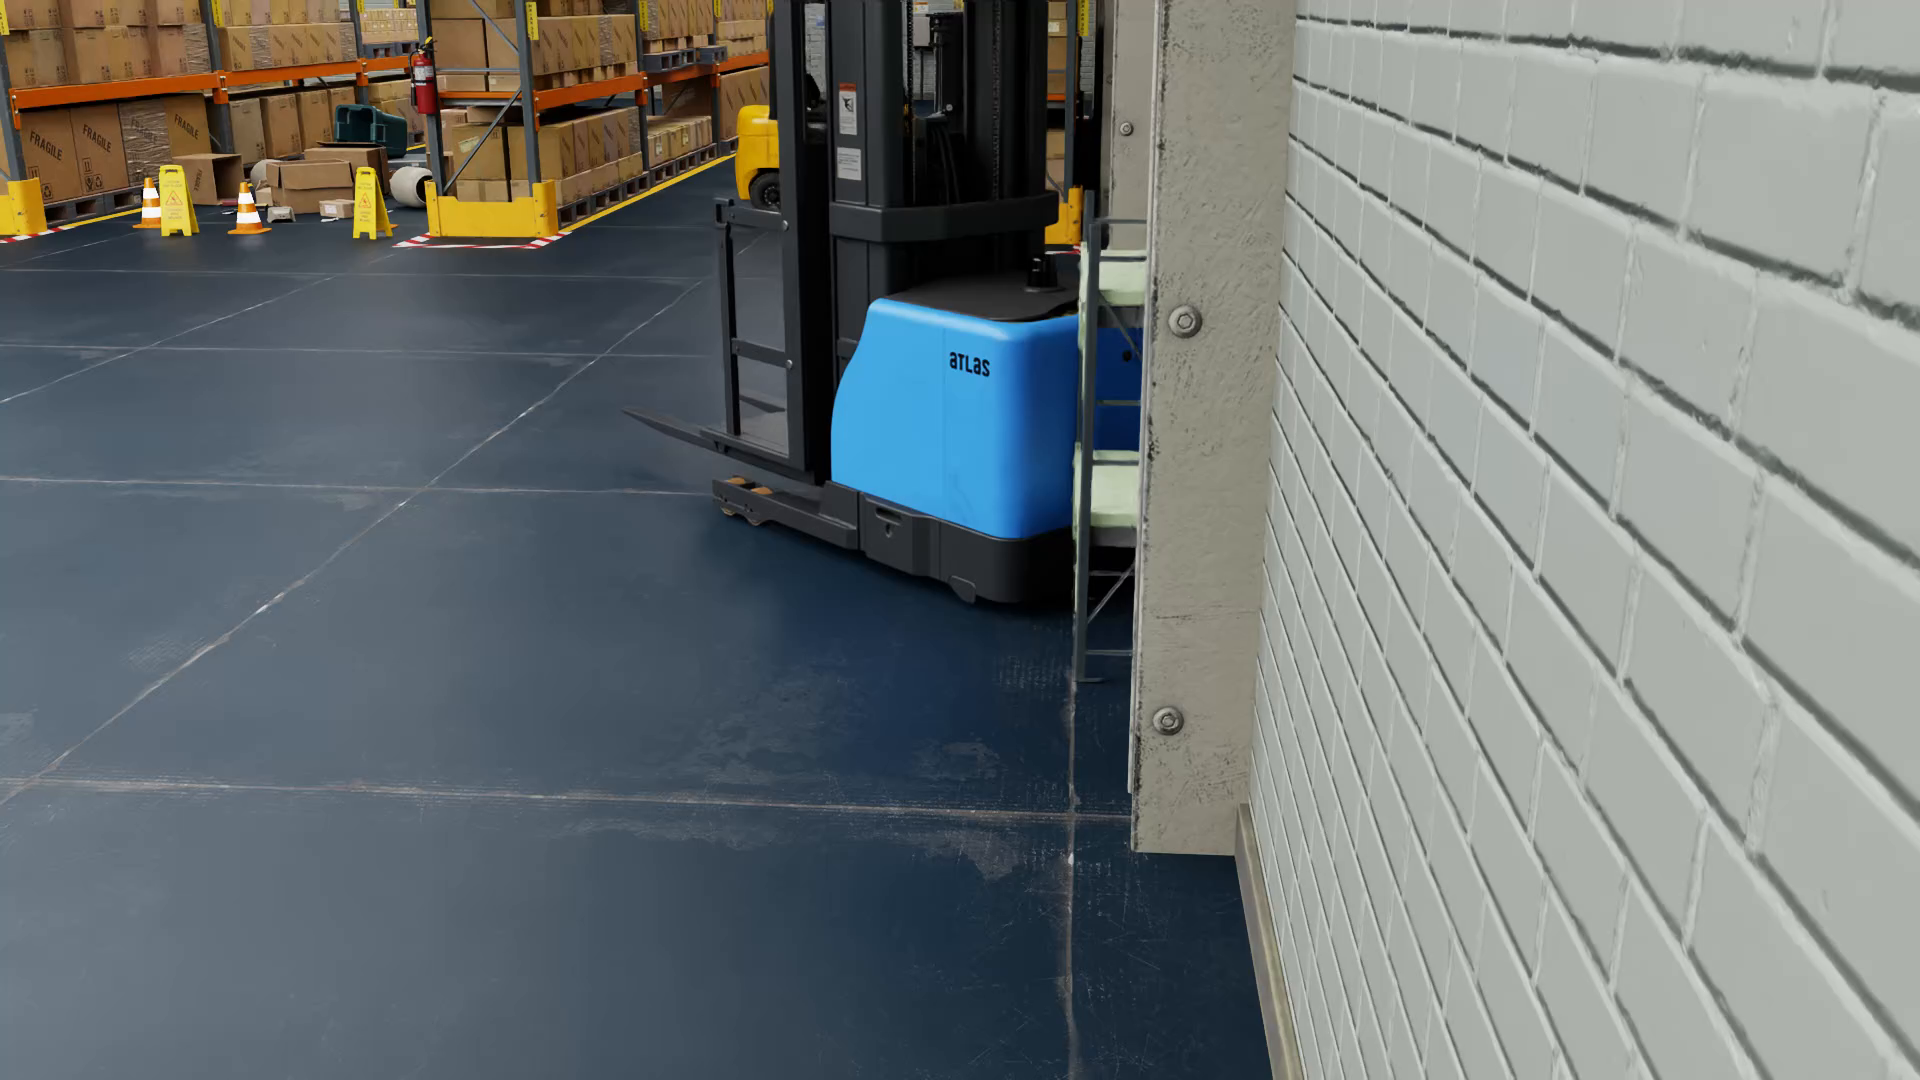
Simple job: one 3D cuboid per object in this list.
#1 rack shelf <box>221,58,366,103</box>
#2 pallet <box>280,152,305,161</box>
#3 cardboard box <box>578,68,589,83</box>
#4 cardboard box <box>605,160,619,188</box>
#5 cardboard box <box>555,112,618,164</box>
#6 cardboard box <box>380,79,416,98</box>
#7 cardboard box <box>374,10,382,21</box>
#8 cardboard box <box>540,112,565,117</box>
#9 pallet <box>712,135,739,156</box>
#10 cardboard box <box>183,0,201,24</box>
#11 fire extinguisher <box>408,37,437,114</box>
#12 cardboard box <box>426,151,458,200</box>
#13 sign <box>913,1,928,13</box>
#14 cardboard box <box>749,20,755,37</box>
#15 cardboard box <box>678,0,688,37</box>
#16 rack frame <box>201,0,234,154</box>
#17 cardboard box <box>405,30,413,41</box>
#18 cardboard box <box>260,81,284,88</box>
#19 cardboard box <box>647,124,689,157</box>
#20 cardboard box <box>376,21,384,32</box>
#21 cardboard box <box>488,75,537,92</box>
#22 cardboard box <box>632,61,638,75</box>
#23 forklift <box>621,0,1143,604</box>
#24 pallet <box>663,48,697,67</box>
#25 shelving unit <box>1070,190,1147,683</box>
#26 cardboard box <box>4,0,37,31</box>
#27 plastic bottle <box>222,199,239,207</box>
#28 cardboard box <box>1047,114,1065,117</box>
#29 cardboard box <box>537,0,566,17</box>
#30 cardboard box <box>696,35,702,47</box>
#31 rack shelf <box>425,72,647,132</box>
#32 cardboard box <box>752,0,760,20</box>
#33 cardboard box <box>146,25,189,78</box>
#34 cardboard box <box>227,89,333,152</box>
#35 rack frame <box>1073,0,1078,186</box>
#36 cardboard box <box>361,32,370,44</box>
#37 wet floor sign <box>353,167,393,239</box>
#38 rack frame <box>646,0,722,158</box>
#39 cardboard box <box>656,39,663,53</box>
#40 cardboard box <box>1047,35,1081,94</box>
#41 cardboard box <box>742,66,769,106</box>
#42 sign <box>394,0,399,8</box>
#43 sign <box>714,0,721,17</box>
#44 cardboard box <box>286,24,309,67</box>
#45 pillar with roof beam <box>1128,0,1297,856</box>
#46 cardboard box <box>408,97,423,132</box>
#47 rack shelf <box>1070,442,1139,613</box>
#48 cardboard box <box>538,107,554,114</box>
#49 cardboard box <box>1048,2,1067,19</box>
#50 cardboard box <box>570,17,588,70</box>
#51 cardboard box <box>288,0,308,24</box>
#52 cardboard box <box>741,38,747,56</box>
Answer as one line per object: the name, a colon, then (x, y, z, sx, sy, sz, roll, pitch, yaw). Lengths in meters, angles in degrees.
rack shelf: (-8.932, -5.899, 21.265, 1.077, 0.370, 4.000, 1, 18, 4)
pallet: (-9.010, -4.916, 21.588, 1.003, 0.211, 1.213, 1, 18, 4)
cardboard box: (-4.026, -4.763, 17.045, 0.380, 0.149, 0.250, 1, 18, 2)
cardboard box: (-3.974, -3.921, 17.813, 0.500, 0.250, 0.500, 2, 18, 5)
cardboard box: (-3.976, -4.284, 17.717, 0.500, 0.500, 0.500, 2, 18, 7)
cardboard box: (-8.413, -6.750, 24.842, 0.500, 0.250, 0.500, 1, 18, 4)
cardboard box: (-8.524, -7.524, 23.842, 0.380, 0.149, 0.250, 1, 18, 4)
cardboard box: (-4.508, -4.285, 17.722, 0.500, 0.500, 0.500, 2, 18, 7)
pallet: (-3.712, -5.701, 23.984, 1.003, 0.211, 1.213, 1, 18, 4)
cardboard box: (-9.136, -6.091, 18.718, 0.875, 0.550, 0.550, 1, 18, 4)
fire extinguisher: (-4.885, -4.237, 15.159, 0.296, 0.674, 0.183, 1, 18, 4)
cardboard box: (-5.565, -4.052, 18.482, 0.500, 0.500, 0.500, 17, 25, 41)
sign: (-0.845, -11.385, 35.526, 0.339, 0.242, 0.001, 1, 18, 4)
cardboard box: (-3.406, -7.733, 25.144, 0.500, 0.250, 0.500, 2, 18, 5)
cardboard box: (-3.701, -6.537, 20.744, 0.500, 0.500, 0.500, 1, 18, 2)
rack frame: (-9.075, -5.620, 19.257, 1.000, 3.000, 0.127, 1, 18, 4)
cardboard box: (-8.442, -7.570, 24.936, 0.380, 0.149, 0.250, 1, 18, 2)
cardboard box: (-13.121, -8.478, 30.718, 0.875, 0.875, 0.875, 1, 18, 4)
cardboard box: (-3.999, -5.094, 21.198, 0.950, 0.372, 0.625, 2, 18, 6)
cardboard box: (-8.520, -7.397, 23.931, 0.380, 0.149, 0.250, 1, 18, 2)
cardboard box: (-4.187, -4.280, 15.572, 0.380, 0.149, 0.250, 1, 18, 4)
cardboard box: (-3.850, -5.315, 18.730, 0.380, 0.149, 0.250, 1, 18, 3)
forklift: (-0.426, -1.545, 6.930, 1.130, 2.935, 3.031, -15, 24, -39)
pallet: (-3.945, -6.076, 20.958, 1.003, 0.211, 1.213, 1, 18, 4)
shelving unit: (0.601, -0.360, 5.573, 0.431, 1.500, 0.755, 1, 20, 3)
cardboard box: (-9.297, -5.077, 15.624, 0.875, 0.550, 0.550, 1, 18, 4)
plastic bottle: (-7.785, -3.633, 17.911, 0.283, 0.061, 0.133, -5, 19, -15)
cardboard box: (0.907, -4.328, 17.449, 0.500, 0.250, 0.500, 1, 18, 4)
cardboard box: (-4.447, -5.596, 16.939, 0.700, 0.500, 0.500, 1, 18, 4)
cardboard box: (-3.579, -6.514, 21.715, 0.380, 0.149, 0.250, 0, 18, 1)
rack shelf: (-4.274, -4.578, 17.232, 1.077, 0.370, 4.000, 1, 18, 4)
cardboard box: (-3.369, -8.243, 25.496, 0.500, 0.500, 0.500, 2, 18, 5)
cardboard box: (-9.107, -5.405, 18.361, 0.875, 0.550, 0.550, 1, 18, 4)
cardboard box: (-8.981, -5.534, 21.934, 1.050, 0.750, 0.750, 2, 18, 5)
rack frame: (0.820, -5.431, 18.681, 1.000, 3.000, 0.127, 1, 18, 4)
cardboard box: (-8.555, -7.077, 23.433, 0.380, 0.149, 0.250, 1, 18, 3)
wet floor sign: (-5.498, -3.145, 15.484, 0.267, 0.644, 0.232, 8, 20, 23)
rack frame: (-3.844, -6.783, 22.807, 1.000, 3.000, 0.127, 1, 18, 4)
cardboard box: (-3.749, -5.863, 19.728, 0.380, 0.149, 0.250, 2, 18, 5)
cardboard box: (0.846, -4.384, 15.325, 0.500, 0.500, 0.500, 2, 18, 6)
cardboard box: (-3.522, -7.021, 26.271, 0.875, 0.875, 0.875, 2, 18, 6)
sign: (-9.044, -8.526, 26.735, 0.100, 0.325, 0.005, 1, 18, 4)
sign: (-3.302, -7.287, 22.611, 0.100, 0.325, 0.005, 1, 18, 4)
cardboard box: (-8.659, -6.295, 21.155, 0.500, 0.500, 0.500, 2, 18, 5)
pillar with roof beam: (-3.672, -3.605, 3.474, 9.100, 9.000, 0.400, 1, 18, 4)
cardboard box: (-8.419, -6.404, 24.989, 0.500, 0.500, 0.500, 1, 18, 3)
rack shelf: (0.599, -0.053, 5.683, 0.431, 0.370, 0.720, 1, 20, 3)
cardboard box: (-4.563, -4.640, 17.763, 0.380, 0.149, 0.250, 2, 18, 7)
cardboard box: (0.771, -4.786, 15.031, 0.380, 0.149, 0.250, 1, 18, 3)
cardboard box: (-4.038, -4.948, 16.567, 0.500, 0.500, 0.500, 1, 18, 3)
cardboard box: (-8.900, -6.929, 21.487, 0.700, 0.500, 0.500, 1, 18, 3)
cardboard box: (-3.464, -7.334, 24.730, 0.500, 0.250, 0.500, 1, 18, 4)
